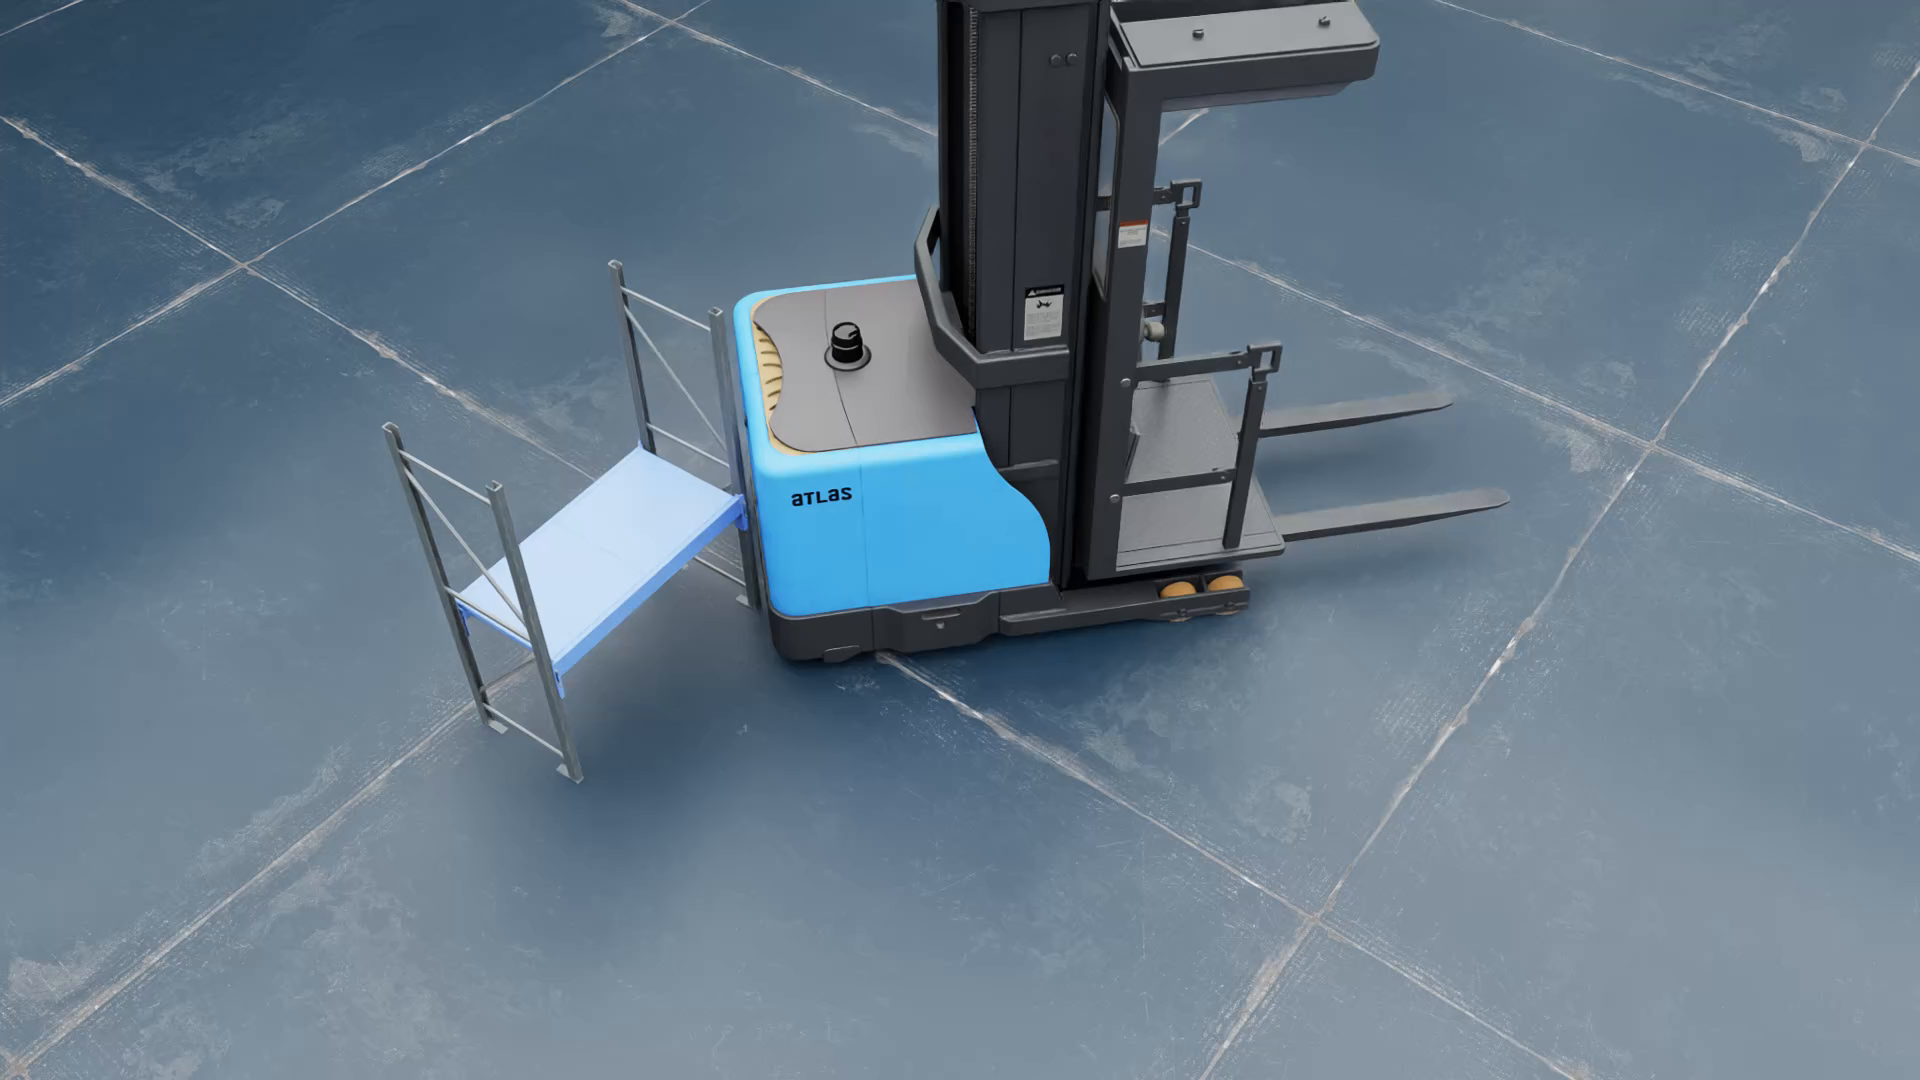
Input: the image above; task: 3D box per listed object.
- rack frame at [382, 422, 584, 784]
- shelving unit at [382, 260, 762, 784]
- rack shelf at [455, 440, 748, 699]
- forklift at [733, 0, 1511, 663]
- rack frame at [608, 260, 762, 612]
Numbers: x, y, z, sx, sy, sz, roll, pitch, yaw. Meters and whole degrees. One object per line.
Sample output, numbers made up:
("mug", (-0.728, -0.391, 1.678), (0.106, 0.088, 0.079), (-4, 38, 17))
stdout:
("rack frame", (-1.588, 0.260, 5.629), (0.500, 1.500, 0.032), (27, 52, 23))
("shelving unit", (-1.297, -0.041, 5.917), (0.538, 1.500, 1.048), (27, 52, 23))
("rack shelf", (-1.297, 0.083, 6.047), (0.538, 0.185, 1.000), (27, 52, 23))
("forklift", (0.691, -1.058, 5.899), (3.031, 2.935, 1.130), (-8, 47, -7))
("rack frame", (-1.007, -0.343, 6.205), (0.500, 1.500, 0.032), (27, 52, 23))
